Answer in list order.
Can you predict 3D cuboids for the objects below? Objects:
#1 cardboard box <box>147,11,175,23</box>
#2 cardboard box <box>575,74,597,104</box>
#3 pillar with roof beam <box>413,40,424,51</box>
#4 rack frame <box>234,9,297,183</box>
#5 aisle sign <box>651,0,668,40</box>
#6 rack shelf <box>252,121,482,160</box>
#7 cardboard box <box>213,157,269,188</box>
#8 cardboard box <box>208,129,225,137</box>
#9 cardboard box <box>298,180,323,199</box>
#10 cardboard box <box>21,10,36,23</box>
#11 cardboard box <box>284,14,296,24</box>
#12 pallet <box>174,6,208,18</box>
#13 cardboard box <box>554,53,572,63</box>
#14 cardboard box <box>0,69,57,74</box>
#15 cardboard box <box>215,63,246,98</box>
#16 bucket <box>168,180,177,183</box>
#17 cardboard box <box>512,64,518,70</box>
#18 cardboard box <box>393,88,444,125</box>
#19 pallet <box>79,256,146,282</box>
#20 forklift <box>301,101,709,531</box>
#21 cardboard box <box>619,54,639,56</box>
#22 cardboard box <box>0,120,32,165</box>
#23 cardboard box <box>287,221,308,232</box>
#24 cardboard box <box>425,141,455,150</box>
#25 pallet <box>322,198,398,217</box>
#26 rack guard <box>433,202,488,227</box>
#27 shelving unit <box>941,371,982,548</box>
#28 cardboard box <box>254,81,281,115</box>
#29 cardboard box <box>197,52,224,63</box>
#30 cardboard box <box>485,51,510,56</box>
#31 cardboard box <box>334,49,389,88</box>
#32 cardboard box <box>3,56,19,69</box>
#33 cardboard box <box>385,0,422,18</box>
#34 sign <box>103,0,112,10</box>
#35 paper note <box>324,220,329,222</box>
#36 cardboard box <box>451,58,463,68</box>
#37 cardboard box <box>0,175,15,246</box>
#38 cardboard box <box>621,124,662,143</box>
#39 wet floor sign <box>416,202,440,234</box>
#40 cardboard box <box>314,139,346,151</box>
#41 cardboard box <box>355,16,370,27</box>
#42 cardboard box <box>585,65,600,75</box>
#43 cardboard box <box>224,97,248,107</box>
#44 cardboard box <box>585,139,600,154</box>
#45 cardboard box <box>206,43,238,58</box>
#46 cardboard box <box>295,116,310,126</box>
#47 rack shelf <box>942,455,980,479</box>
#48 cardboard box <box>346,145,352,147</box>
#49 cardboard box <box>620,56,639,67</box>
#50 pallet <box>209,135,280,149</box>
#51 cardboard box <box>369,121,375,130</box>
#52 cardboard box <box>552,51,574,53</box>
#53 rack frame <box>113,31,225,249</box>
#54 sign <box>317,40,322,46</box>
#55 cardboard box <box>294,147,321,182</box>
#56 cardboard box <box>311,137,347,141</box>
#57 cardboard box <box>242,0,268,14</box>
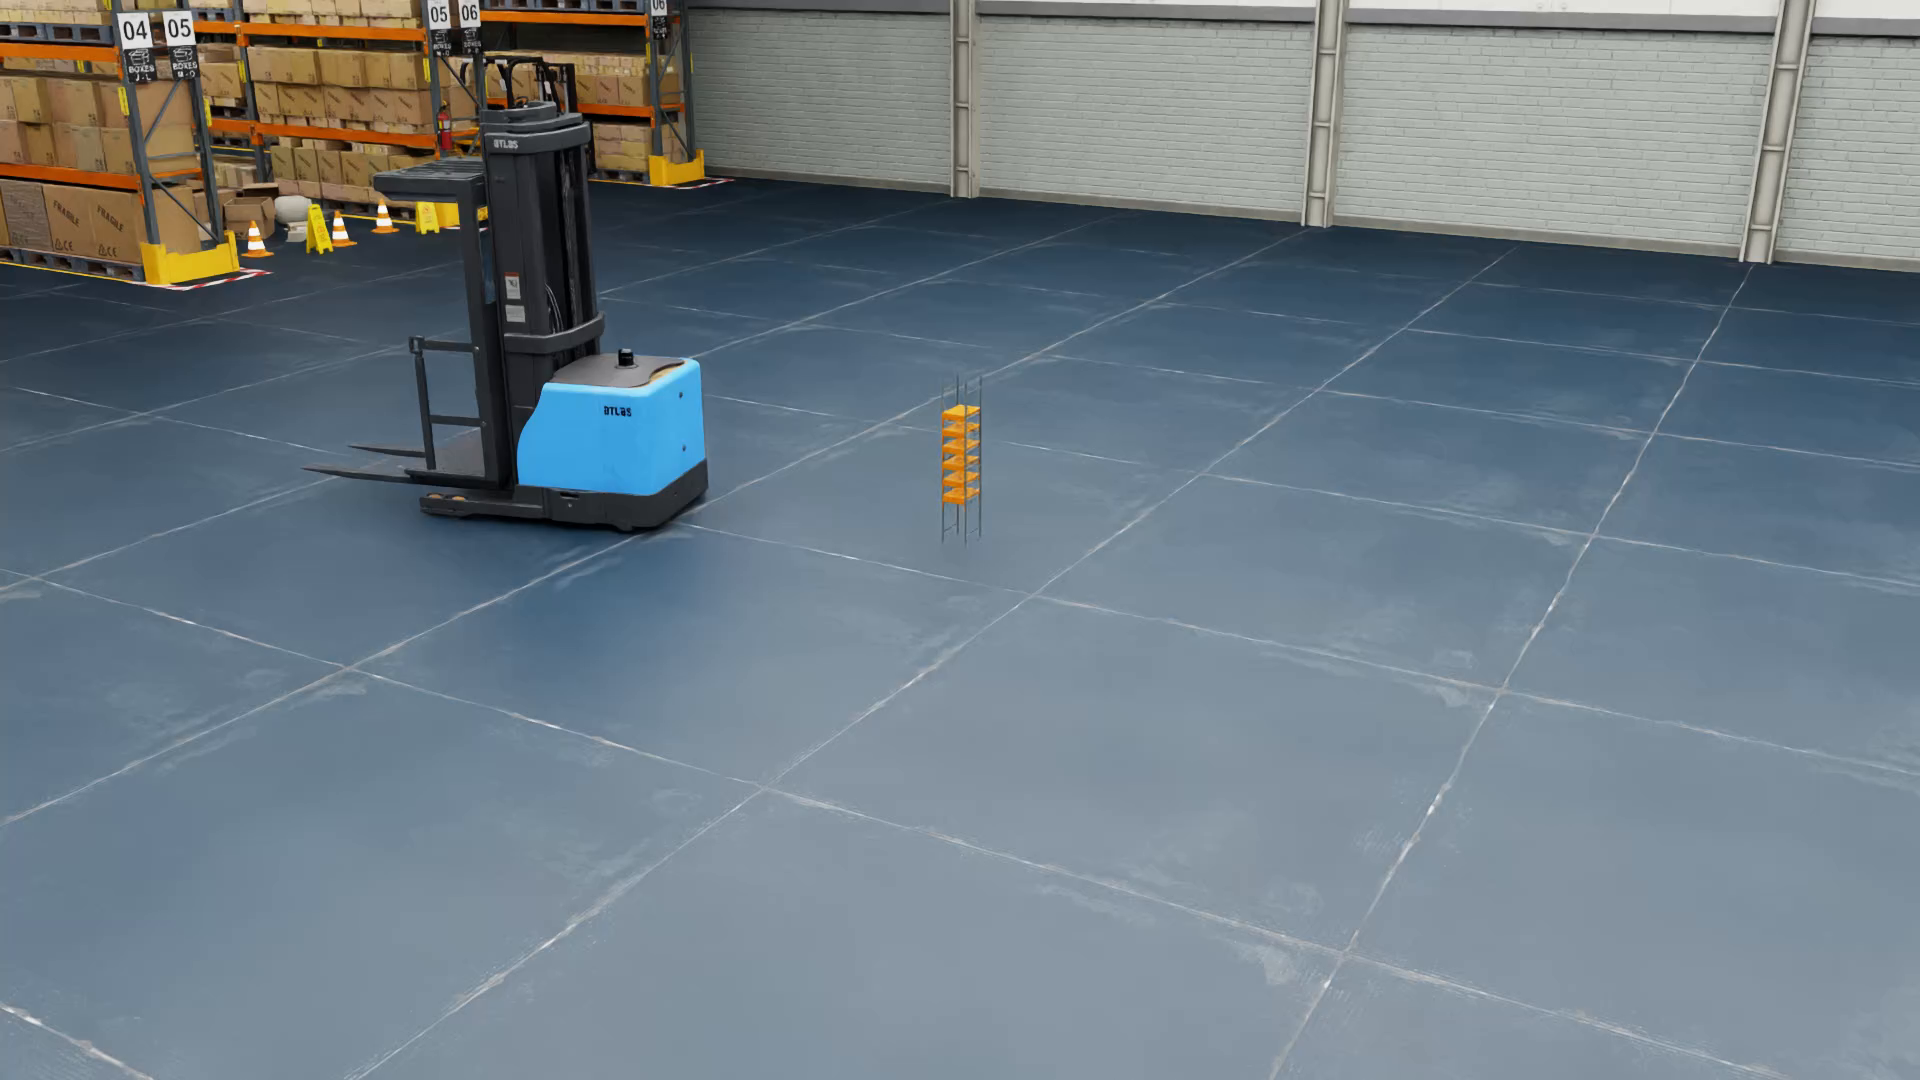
[{"bbox_3d":[-9.869,-6.442,20.432,0.250,0.149,0.380,11,23,28],"label":"cardboard box"},{"bbox_3d":[-6.437,-7.946,29.226,0.500,0.500,0.500,10,22,26],"label":"cardboard box"},{"bbox_3d":[-12.489,-10.642,28.007,0.400,9.000,9.100,11,23,27],"label":"pillar with roof beam"},{"bbox_3d":[-10.893,-6.908,26.511,0.127,3.000,1.000,11,23,27],"label":"rack frame"},{"bbox_3d":[-5.069,-8.845,28.039,0.004,0.787,0.394,11,23,27],"label":"aisle sign"},{"bbox_3d":[-9.147,-6.238,25.717,4.000,0.370,1.077,11,23,27],"label":"rack shelf"},{"bbox_3d":[-11.981,-6.076,27.453,0.625,0.372,0.950,12,23,31],"label":"cardboard box"},{"bbox_3d":[-15.147,-8.592,34.203,0.500,0.500,0.500,12,23,30],"label":"cardboard box"},{"bbox_3d":[-10.038,-5.549,26.181,0.500,0.250,0.500,12,23,30],"label":"cardboard box"},{"bbox_3d":[-11.291,-6.455,20.469,0.250,0.149,0.380,11,23,28],"label":"cardboard box"},{"bbox_3d":[-10.070,-7.954,25.362,0.250,0.149,0.380,12,23,29],"label":"cardboard box"},{"bbox_3d":[-12.287,-8.536,26.875,1.003,0.211,1.213,11,23,27],"label":"pallet"},{"bbox_3d":[-6.952,-8.510,29.394,0.250,0.149,0.380,11,23,28],"label":"cardboard box"},{"bbox_3d":[-12.376,-5.868,21.839,0.550,0.550,0.875,11,23,27],"label":"cardboard box"},{"bbox_3d":[-11.408,-7.301,26.396,0.500,0.500,0.500,10,22,26],"label":"cardboard box"},{"bbox_3d":[-11.975,-5.257,24.531,0.726,0.611,0.620,-16,16,-38],"label":"bucket"},{"bbox_3d":[-7.857,-8.530,29.883,0.250,0.149,0.380,11,23,27],"label":"cardboard box"},{"bbox_3d":[-8.009,-6.438,24.633,0.500,0.500,0.500,10,22,26],"label":"cardboard box"},{"bbox_3d":[-10.463,-3.552,21.347,1.213,0.211,1.003,11,23,27],"label":"pallet"},{"bbox_3d":[-3.506,-1.699,12.252,3.031,2.935,1.130,5,21,14],"label":"forklift"},{"bbox_3d":[-5.830,-8.472,29.287,0.250,0.149,0.380,11,23,28],"label":"cardboard box"},{"bbox_3d":[-11.985,-5.221,21.640,0.550,0.550,0.875,11,23,27],"label":"cardboard box"},{"bbox_3d":[-9.529,-4.520,24.107,0.380,0.149,0.250,-11,23,-29],"label":"cardboard box"},{"bbox_3d":[-9.610,-7.683,31.512,0.625,0.625,0.875,11,22,27],"label":"cardboard box"},{"bbox_3d":[-9.220,-5.294,26.150,1.213,0.211,1.003,11,23,27],"label":"pallet"},{"bbox_3d":[-7.467,-5.081,25.139,0.348,0.500,1.175,11,23,27],"label":"rack guard"},{"bbox_3d":[0.013,-0.562,11.654,0.189,1.200,0.258,11,23,27],"label":"shelving unit"},{"bbox_3d":[-10.645,-6.939,26.013,0.500,0.500,0.500,11,23,27],"label":"cardboard box"},{"bbox_3d":[-12.014,-7.718,26.593,0.250,0.149,0.380,10,22,26],"label":"cardboard box"},{"bbox_3d":[-8.342,-8.737,30.019,0.250,0.149,0.380,11,23,28],"label":"cardboard box"},{"bbox_3d":[-8.887,-7.061,24.882,0.500,0.500,0.700,10,22,27],"label":"cardboard box"},{"bbox_3d":[-16.284,-8.353,28.880,0.500,0.500,0.500,10,22,26],"label":"cardboard box"},{"bbox_3d":[-7.979,-7.728,24.154,0.500,0.250,0.500,10,22,27],"label":"cardboard box"},{"bbox_3d":[-10.003,-6.383,19.481,0.005,0.325,0.100,11,23,27],"label":"sign"},{"bbox_3d":[-9.622,-4.827,25.129,0.148,0.019,0.142,3,20,9],"label":"paper note"},{"bbox_3d":[-9.116,-8.767,30.537,0.250,0.149,0.380,10,22,27],"label":"cardboard box"},{"bbox_3d":[-12.704,-4.491,22.348,0.875,0.875,0.875,11,23,28],"label":"cardboard box"},{"bbox_3d":[-5.537,-7.080,28.935,0.500,0.250,0.500,12,23,29],"label":"cardboard box"},{"bbox_3d":[-7.757,-4.786,24.114,0.267,0.644,0.232,-16,26,-38],"label":"wet floor sign"},{"bbox_3d":[-9.743,-6.125,25.716,0.250,0.149,0.380,12,23,30],"label":"cardboard box"},{"bbox_3d":[-8.727,-7.687,24.626,0.250,0.149,0.380,11,22,27],"label":"cardboard box"},{"bbox_3d":[-6.324,-8.218,29.023,0.250,0.149,0.380,10,22,26],"label":"cardboard box"},{"bbox_3d":[-11.477,-6.991,26.492,0.250,0.149,0.380,11,23,28],"label":"cardboard box"},{"bbox_3d":[-6.454,-7.016,29.490,0.500,0.250,0.500,10,22,26],"label":"cardboard box"},{"bbox_3d":[-14.694,-9.728,33.523,0.500,0.500,0.700,11,23,28],"label":"cardboard box"},{"bbox_3d":[-10.083,-6.529,25.835,0.250,0.149,0.380,12,23,29],"label":"cardboard box"},{"bbox_3d":[0.013,-0.520,11.669,0.180,0.103,0.258,11,23,27],"label":"rack shelf"},{"bbox_3d":[-9.354,-5.979,26.265,0.500,0.500,0.500,12,23,30],"label":"cardboard box"},{"bbox_3d":[-5.629,-8.242,28.653,0.250,0.149,0.380,11,23,27],"label":"cardboard box"},{"bbox_3d":[-14.731,-8.282,34.388,1.213,0.211,1.003,11,23,27],"label":"pallet"},{"bbox_3d":[-8.715,-6.300,25.203,0.250,0.149,0.380,11,23,28],"label":"cardboard box"},{"bbox_3d":[-7.147,-8.749,30.052,0.250,0.149,0.380,10,22,26],"label":"cardboard box"},{"bbox_3d":[-9.727,-4.753,20.569,0.127,3.000,1.000,11,23,27],"label":"rack frame"},{"bbox_3d":[-12.224,-9.396,31.787,0.005,0.325,0.100,11,23,27],"label":"sign"},{"bbox_3d":[-10.036,-5.902,26.053,0.500,0.500,0.500,12,23,29],"label":"cardboard box"},{"bbox_3d":[-12.441,-8.081,32.793,0.500,0.500,0.500,12,23,29],"label":"cardboard box"},{"bbox_3d":[-10.642,-8.233,25.548,0.500,0.250,0.500,10,22,26],"label":"cardboard box"}]
